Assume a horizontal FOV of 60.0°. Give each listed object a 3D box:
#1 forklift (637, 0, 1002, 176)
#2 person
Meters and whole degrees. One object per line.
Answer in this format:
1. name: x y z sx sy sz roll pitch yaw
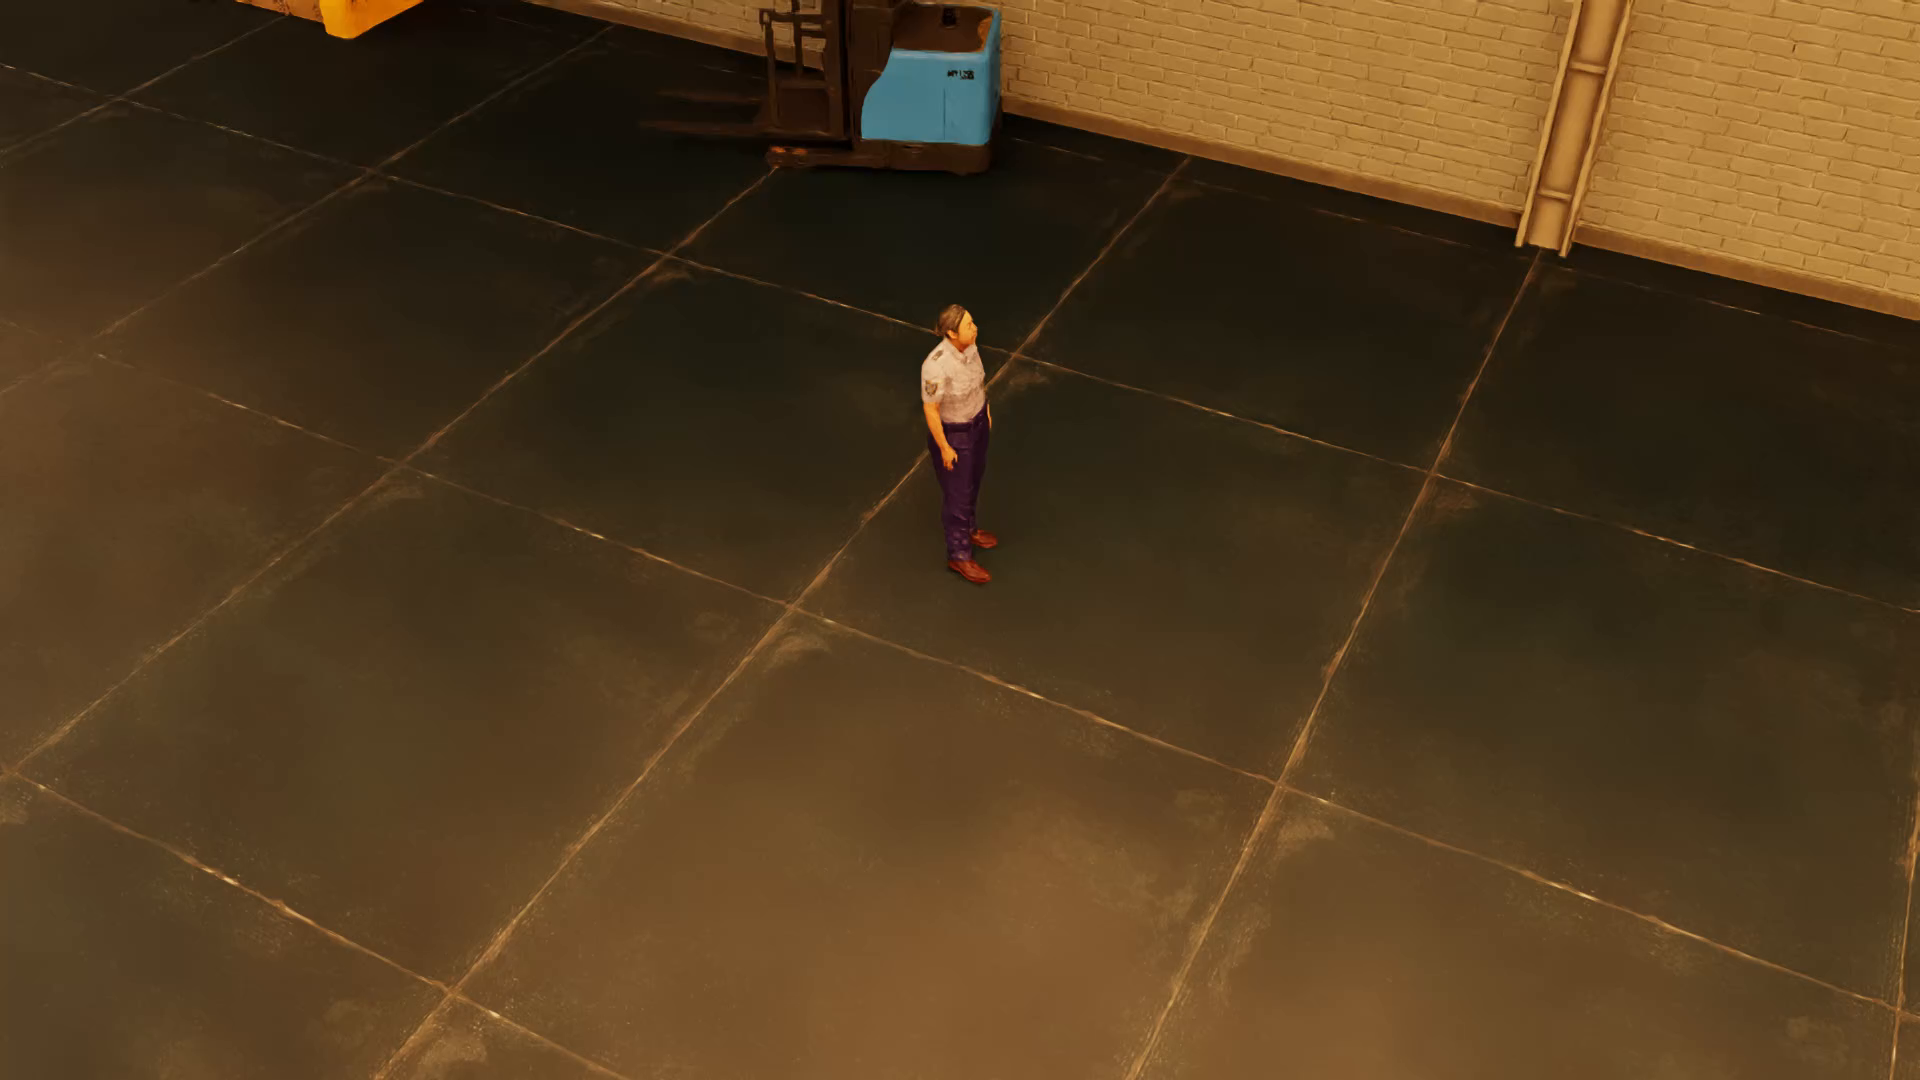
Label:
1. forklift: -1.195 -4.565 13.407 3.031 2.935 1.130 5 40 6
2. person: 0.069 -0.593 9.682 0.502 1.642 0.599 18 43 21
